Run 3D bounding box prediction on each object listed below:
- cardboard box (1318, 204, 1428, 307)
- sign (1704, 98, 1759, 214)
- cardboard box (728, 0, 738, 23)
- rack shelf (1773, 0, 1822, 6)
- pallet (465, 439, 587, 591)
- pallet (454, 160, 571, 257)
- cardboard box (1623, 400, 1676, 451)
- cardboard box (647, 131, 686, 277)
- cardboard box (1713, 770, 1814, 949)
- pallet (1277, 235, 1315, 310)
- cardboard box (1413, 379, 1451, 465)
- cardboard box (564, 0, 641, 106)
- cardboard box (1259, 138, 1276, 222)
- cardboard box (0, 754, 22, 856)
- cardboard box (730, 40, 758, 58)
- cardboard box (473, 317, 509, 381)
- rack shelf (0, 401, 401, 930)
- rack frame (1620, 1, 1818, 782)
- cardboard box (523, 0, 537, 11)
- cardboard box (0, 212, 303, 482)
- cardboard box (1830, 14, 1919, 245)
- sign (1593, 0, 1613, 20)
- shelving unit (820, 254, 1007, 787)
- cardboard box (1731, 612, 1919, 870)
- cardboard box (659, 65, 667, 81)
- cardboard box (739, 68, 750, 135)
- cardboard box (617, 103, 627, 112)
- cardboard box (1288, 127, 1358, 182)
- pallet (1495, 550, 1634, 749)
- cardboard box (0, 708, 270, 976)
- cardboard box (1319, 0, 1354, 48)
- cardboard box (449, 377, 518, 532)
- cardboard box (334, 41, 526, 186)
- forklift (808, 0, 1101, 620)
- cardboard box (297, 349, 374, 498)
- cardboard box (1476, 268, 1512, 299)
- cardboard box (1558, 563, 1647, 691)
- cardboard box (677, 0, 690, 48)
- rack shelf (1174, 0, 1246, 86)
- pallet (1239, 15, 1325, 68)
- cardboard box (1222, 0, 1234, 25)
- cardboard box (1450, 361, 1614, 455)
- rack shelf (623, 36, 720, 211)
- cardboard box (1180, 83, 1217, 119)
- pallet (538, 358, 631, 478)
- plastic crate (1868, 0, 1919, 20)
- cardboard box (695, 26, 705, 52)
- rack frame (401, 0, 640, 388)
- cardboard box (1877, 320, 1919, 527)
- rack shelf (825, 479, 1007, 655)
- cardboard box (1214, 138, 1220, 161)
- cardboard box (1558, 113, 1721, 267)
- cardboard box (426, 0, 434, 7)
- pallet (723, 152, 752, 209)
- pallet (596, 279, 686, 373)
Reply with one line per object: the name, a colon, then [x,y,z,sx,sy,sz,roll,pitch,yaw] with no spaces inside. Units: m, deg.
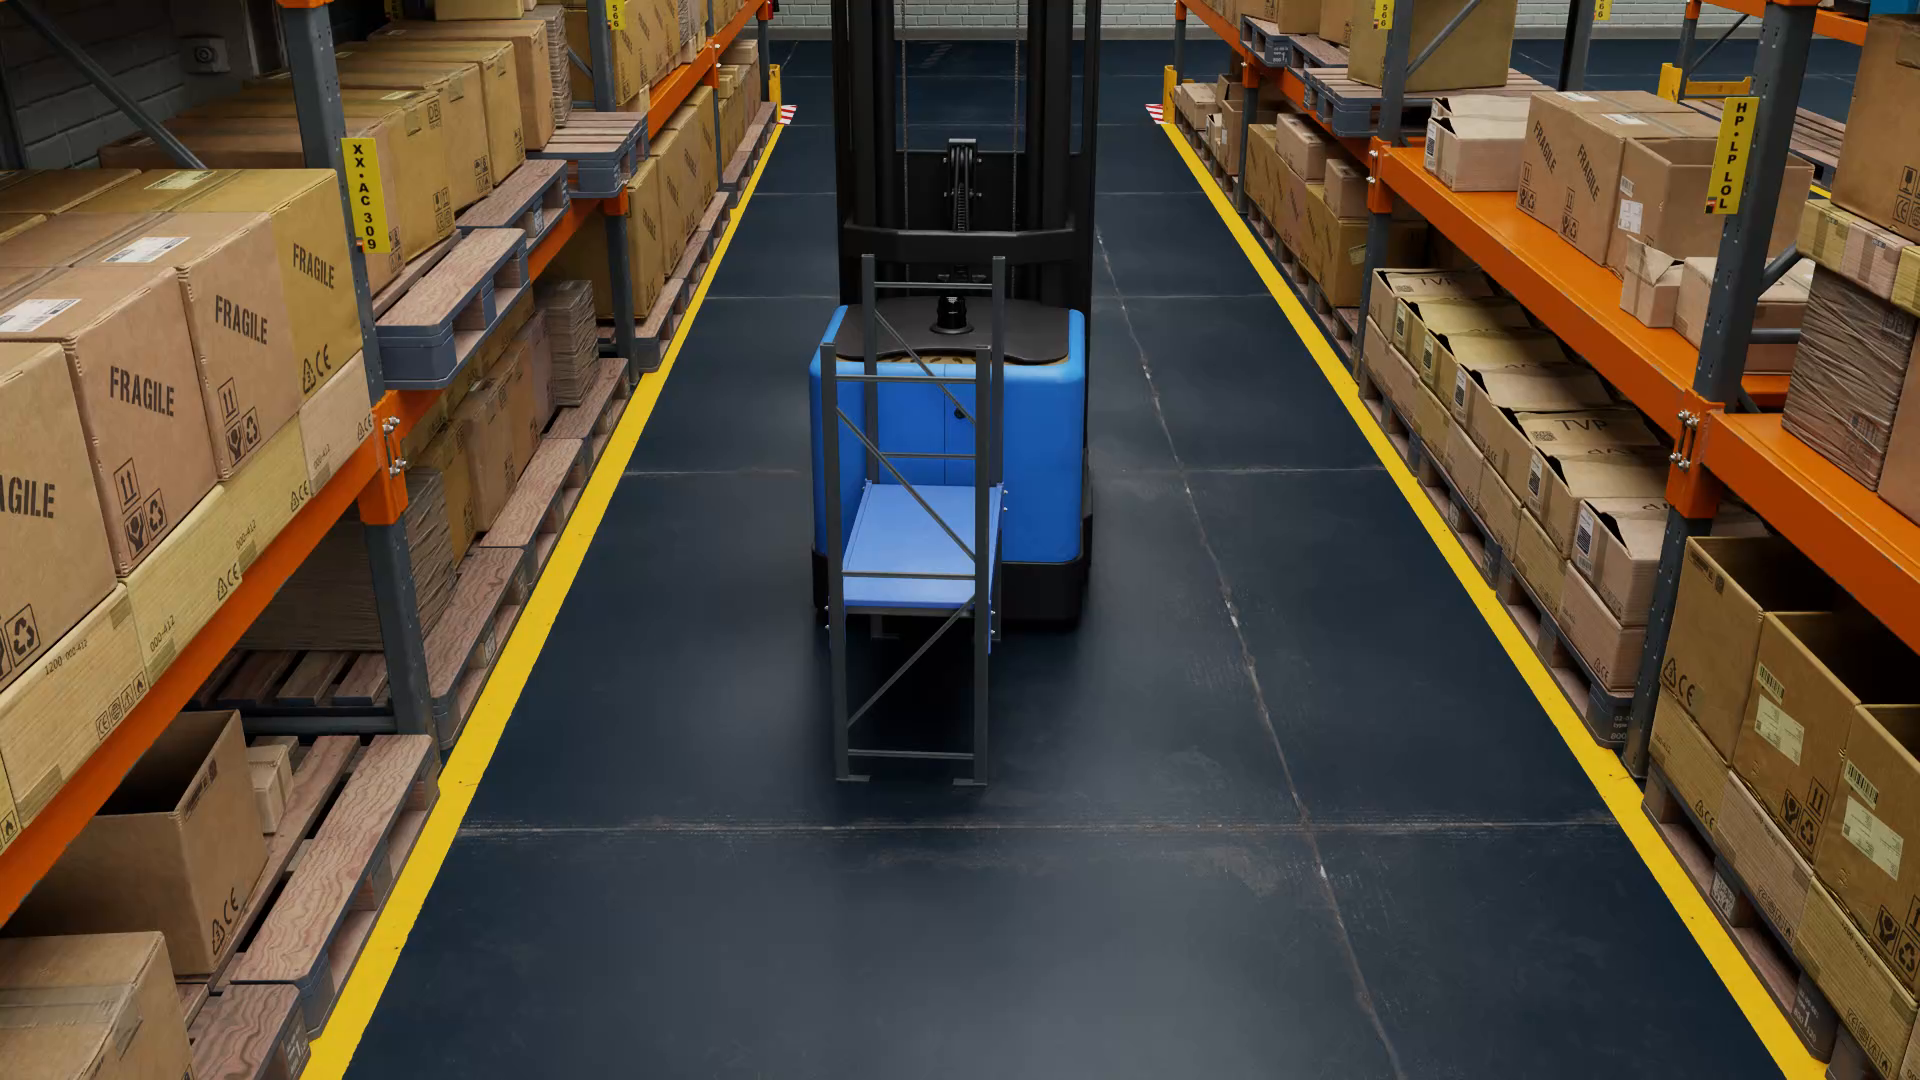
cardboard box: [2.436,-1.692,9.851,0.500,0.500,0.500,1,24,2]
sign: [2.182,-1.083,4.696,0.100,0.325,0.005,0,24,-1]
cardboard box: [-2.308,-4.532,13.266,0.980,0.700,0.700,-1,24,-2]
rack shelf: [2.746,-0.813,2.640,1.077,0.370,4.000,0,24,-1]
pallet: [-2.255,-0.128,7.278,1.003,0.211,1.213,0,24,-1]
pallet: [-2.210,-1.320,6.760,1.003,0.211,1.213,0,24,-1]
cardboard box: [2.962,-0.383,6.603,0.500,0.311,0.500,-1,24,-2]
cardboard box: [-2.152,-2.099,10.350,0.750,0.750,0.750,0,24,-1]
cardboard box: [2.427,0.862,4.531,0.500,0.250,0.500,0,24,-1]
pallet: [2.700,-1.785,10.941,1.003,0.211,1.213,0,24,-1]
cardboard box: [2.411,-0.546,7.645,0.500,0.250,0.500,-1,24,-2]
cardboard box: [-2.022,-2.614,8.883,0.500,0.500,0.500,0,24,1]
cardboard box: [2.416,-2.536,11.716,0.500,0.500,0.500,0,24,0]
cardboard box: [-1.893,0.507,2.647,0.500,0.250,0.500,-1,24,-1]
cardboard box: [-2.068,-4.527,15.356,0.380,0.149,0.250,-1,24,-1]
cardboard box: [-2.258,-0.882,7.150,0.500,0.250,0.500,0,24,-1]
rack shelf: [-2.207,0.578,3.206,1.077,0.370,4.000,0,24,-1]
rack frame: [2.725,-0.598,4.932,1.000,3.000,0.127,0,24,-1]
cardboard box: [-2.239,-2.622,7.965,0.380,0.149,0.250,-3,25,-7]
cardboard box: [-1.903,-0.458,3.869,0.500,0.500,0.500,0,24,-1]
cardboard box: [2.736,-1.052,4.240,0.700,0.500,0.500,0,24,0]
sign: [3.236,-2.778,8.346,0.100,0.325,0.005,0,24,-1]
shelving unit: [-0.127,-0.095,5.641,0.538,1.500,1.048,2,24,3]
cardboard box: [2.430,0.520,4.377,0.500,0.500,0.500,0,24,-1]
cardboard box: [-2.068,-2.994,10.511,0.380,0.149,0.250,0,24,1]
cardboard box: [-2.240,-3.870,14.690,0.700,0.500,0.500,-1,24,-2]
cardboard box: [-2.038,-2.358,9.103,0.380,0.149,0.250,0,24,0]
cardboard box: [2.416,-2.478,10.680,0.500,0.250,0.500,-1,24,-2]
pallet: [2.678,0.369,6.178,1.003,0.211,1.213,0,24,-1]
cardboard box: [-2.177,0.792,4.359,0.500,0.500,0.500,-2,24,-5]
cardboard box: [2.718,-3.404,10.505,0.700,0.500,0.500,-6,25,-14]
cardboard box: [-2.274,-0.362,6.910,0.700,0.500,0.500,0,24,0]
cardboard box: [-2.221,-1.762,6.850,0.700,0.500,0.500,0,24,-1]
forklift: [0.041,-1.594,7.218,1.130,2.935,3.031,2,24,3]
cardboard box: [-1.921,-0.321,4.478,0.500,0.250,0.500,0,24,0]
cardboard box: [2.933,-1.226,8.466,0.500,0.311,0.500,0,24,1]
cardboard box: [2.430,0.294,5.787,0.500,0.250,0.500,0,24,-1]
cardboard box: [-2.047,-3.455,10.742,0.500,0.500,0.500,0,24,0]
rack shelf: [2.615,-4.391,14.191,1.077,0.370,4.000,0,24,-1]
pallet: [2.537,-3.477,11.531,1.003,0.211,1.213,0,24,-1]
cardboard box: [2.368,-4.357,13.123,0.500,0.500,0.500,0,24,1]
cardboard box: [2.417,-0.585,7.049,0.500,0.311,0.500,-1,24,-1]
rack shelf: [-2.294,-2.719,10.494,1.077,0.370,4.000,0,24,-1]
cardboard box: [2.321,-4.059,15.387,0.500,0.250,0.500,0,24,-1]
pallet: [-2.265,-0.630,8.387,1.003,0.211,1.213,0,24,-1]
plastic crate: [7.244,-4.126,12.680,0.392,0.384,0.575,0,24,-1]
cardboard box: [-2.003,-3.523,11.681,0.380,0.149,0.250,0,24,0]
rack frame: [-2.272,-2.222,8.524,1.000,3.000,0.127,0,24,-1]
cardboard box: [2.748,-0.243,4.027,0.700,0.500,0.500,-1,24,-1]
rack shelf: [-0.127,0.069,5.715,0.538,0.185,1.000,2,24,3]
cardboard box: [2.283,-3.184,13.575,0.380,0.149,0.250,0,24,-1]
cardboard box: [2.721,-1.384,6.548,0.500,0.500,0.500,0,24,0]
cardboard box: [-2.537,-2.940,8.694,0.500,0.250,0.500,0,24,1]
pallet: [-2.246,-2.914,13.436,1.003,0.211,1.213,0,24,-1]
pallet: [-2.206,-1.277,9.818,1.003,0.211,1.213,0,24,-1]
